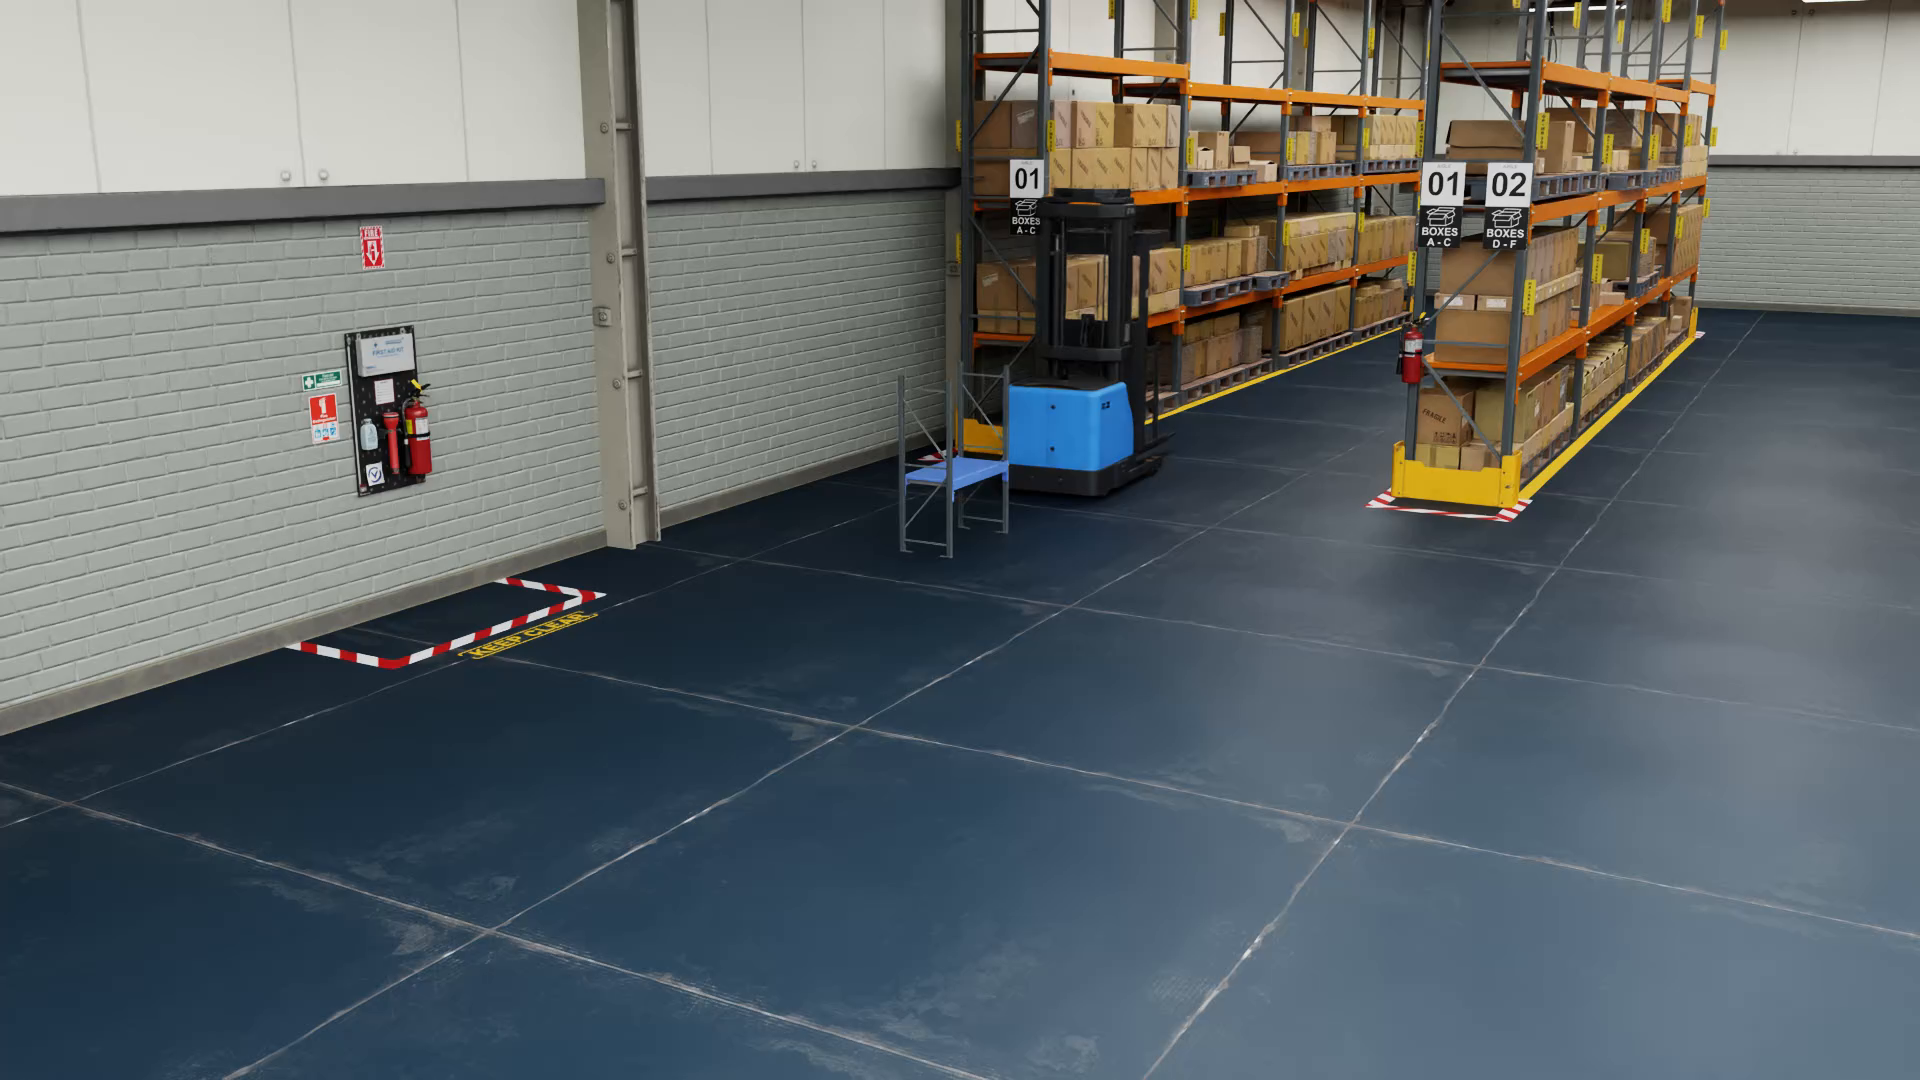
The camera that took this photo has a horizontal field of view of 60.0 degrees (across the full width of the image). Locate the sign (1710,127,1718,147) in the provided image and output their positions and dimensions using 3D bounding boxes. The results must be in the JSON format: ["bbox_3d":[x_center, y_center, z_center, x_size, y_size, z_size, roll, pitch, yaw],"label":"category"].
[{"bbox_3d":[13.029,-6.968,28.745,0.100,0.325,0.005,7,15,28],"label":"sign"}]

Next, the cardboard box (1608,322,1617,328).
[{"bbox_3d":[9.447,-3.309,24.653,0.500,0.250,0.500,7,15,27],"label":"cardboard box"}]

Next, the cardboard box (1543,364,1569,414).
[{"bbox_3d":[6.467,-1.695,18.534,0.500,0.500,0.500,7,15,28],"label":"cardboard box"}]

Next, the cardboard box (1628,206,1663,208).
[{"bbox_3d":[11.616,-5.409,28.224,0.500,0.500,0.500,8,16,29],"label":"cardboard box"}]

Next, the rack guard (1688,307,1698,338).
[{"bbox_3d":[12.517,-3.915,29.707,1.175,0.500,0.348,7,15,28],"label":"rack guard"}]

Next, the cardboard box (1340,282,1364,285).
[{"bbox_3d":[7.115,-4.592,30.234,0.380,0.149,0.250,7,15,27],"label":"cardboard box"}]

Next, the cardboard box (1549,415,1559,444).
[{"bbox_3d":[6.240,-1.226,18.189,0.500,0.250,0.500,7,15,28],"label":"cardboard box"}]

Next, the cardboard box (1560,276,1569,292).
[{"bbox_3d":[6.437,-2.809,18.189,0.380,0.149,0.250,7,15,28],"label":"cardboard box"}]

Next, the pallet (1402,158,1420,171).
[{"bbox_3d":[7.866,-6.968,30.826,1.003,0.211,1.213,7,15,28],"label":"pallet"}]

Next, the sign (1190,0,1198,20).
[{"bbox_3d":[2.880,-6.588,20.499,0.100,0.325,0.005,7,15,28],"label":"sign"}]

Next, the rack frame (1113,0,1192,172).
[{"bbox_3d":[2.414,-6.161,20.888,1.000,3.000,0.127,7,15,28],"label":"rack frame"}]

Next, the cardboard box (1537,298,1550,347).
[{"bbox_3d":[5.801,-2.324,17.561,0.700,0.500,0.500,8,16,30],"label":"cardboard box"}]

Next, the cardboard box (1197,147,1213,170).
[{"bbox_3d":[3.046,-5.093,22.153,0.500,0.311,0.500,8,16,30],"label":"cardboard box"}]

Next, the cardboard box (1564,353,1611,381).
[{"bbox_3d":[7.912,-2.196,21.017,0.500,0.311,0.500,8,16,30],"label":"cardboard box"}]

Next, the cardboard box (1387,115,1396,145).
[{"bbox_3d":[7.349,-7.211,29.255,0.500,0.500,0.500,7,15,28],"label":"cardboard box"}]

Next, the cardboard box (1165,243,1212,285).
[{"bbox_3d":[2.966,-3.721,22.417,0.700,0.500,0.500,9,16,34],"label":"cardboard box"}]

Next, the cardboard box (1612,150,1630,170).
[{"bbox_3d":[8.516,-4.995,21.875,0.500,0.250,0.500,6,15,24],"label":"cardboard box"}]

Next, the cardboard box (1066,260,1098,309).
[{"bbox_3d":[1.222,-2.889,18.795,0.500,0.500,0.500,7,15,28],"label":"cardboard box"}]

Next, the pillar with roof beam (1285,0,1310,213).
[{"bbox_3d":[9.631,-7.556,26.675,9.100,9.000,0.400,7,15,28],"label":"pillar with roof beam"}]

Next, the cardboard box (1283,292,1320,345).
[{"bbox_3d":[5.247,-3.539,26.505,0.750,0.750,0.750,7,15,28],"label":"cardboard box"}]

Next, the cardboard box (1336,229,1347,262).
[{"bbox_3d":[6.041,-4.860,27.400,0.500,0.500,0.500,8,15,28],"label":"cardboard box"}]

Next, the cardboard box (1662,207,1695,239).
[{"bbox_3d":[11.840,-5.242,27.531,0.500,0.500,0.500,8,16,30],"label":"cardboard box"}]

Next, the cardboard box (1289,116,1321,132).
[{"bbox_3d":[5.487,-6.690,26.732,0.500,0.250,0.500,7,15,26],"label":"cardboard box"}]

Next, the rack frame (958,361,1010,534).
[{"bbox_3d":[0.205,-0.816,14.718,0.500,1.500,0.032,7,15,28],"label":"rack frame"}]

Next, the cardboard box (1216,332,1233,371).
[{"bbox_3d":[3.479,-2.712,23.779,0.700,0.500,0.500,7,15,28],"label":"cardboard box"}]

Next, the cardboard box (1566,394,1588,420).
[{"bbox_3d":[7.164,-1.606,19.766,0.500,0.250,0.500,7,15,27],"label":"cardboard box"}]

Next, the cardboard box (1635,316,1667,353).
[{"bbox_3d":[10.632,-3.190,25.761,0.500,0.500,0.500,7,15,28],"label":"cardboard box"}]

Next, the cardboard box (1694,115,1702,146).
[{"bbox_3d":[12.319,-7.032,28.553,0.700,0.500,0.500,7,15,28],"label":"cardboard box"}]

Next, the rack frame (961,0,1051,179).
[{"bbox_3d":[0.480,-5.340,17.484,1.000,3.000,0.127,7,15,28],"label":"rack frame"}]

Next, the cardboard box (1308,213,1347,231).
[{"bbox_3d":[6.024,-5.225,27.314,0.500,0.250,0.500,8,16,29],"label":"cardboard box"}]

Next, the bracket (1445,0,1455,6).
[{"bbox_3d":[10.420,-11.556,35.586,0.235,0.232,0.430,7,15,28],"label":"bracket"}]

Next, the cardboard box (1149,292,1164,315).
[{"bbox_3d":[2.202,-2.948,20.641,0.500,0.250,0.500,7,15,28],"label":"cardboard box"}]

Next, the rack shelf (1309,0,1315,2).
[{"bbox_3d":[5.315,-8.658,25.689,1.077,0.370,4.000,7,15,28],"label":"rack shelf"}]

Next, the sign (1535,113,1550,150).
[{"bbox_3d":[5.301,-3.721,15.133,0.100,0.325,0.005,7,15,28],"label":"sign"}]

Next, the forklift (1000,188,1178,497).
[{"bbox_3d":[1.487,-2.143,17.169,1.130,2.935,3.031,6,15,25],"label":"forklift"}]

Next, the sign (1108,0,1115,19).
[{"bbox_3d":[1.925,-6.754,21.016,0.100,0.325,0.005,7,15,28],"label":"sign"}]

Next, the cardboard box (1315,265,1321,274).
[{"bbox_3d":[5.575,-4.363,26.724,0.380,0.149,0.250,8,16,30],"label":"cardboard box"}]

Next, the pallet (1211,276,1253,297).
[{"bbox_3d":[3.427,-3.561,23.314,1.003,0.211,1.213,7,15,28],"label":"pallet"}]

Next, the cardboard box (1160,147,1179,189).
[{"bbox_3d":[2.385,-4.629,20.677,0.500,0.500,0.500,8,16,30],"label":"cardboard box"}]

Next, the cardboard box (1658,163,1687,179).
[{"bbox_3d":[11.071,-5.782,26.038,0.500,0.250,0.500,7,15,28],"label":"cardboard box"}]

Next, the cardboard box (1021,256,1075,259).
[{"bbox_3d":[1.020,-3.055,19.481,0.500,0.500,0.500,7,15,27],"label":"cardboard box"}]

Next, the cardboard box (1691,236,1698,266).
[{"bbox_3d":[12.327,-4.965,28.514,0.500,0.500,0.500,8,15,29],"label":"cardboard box"}]

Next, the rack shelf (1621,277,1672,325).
[{"bbox_3d":[9.653,-3.565,24.457,1.077,0.370,4.000,7,15,28],"label":"rack shelf"}]

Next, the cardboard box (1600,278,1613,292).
[{"bbox_3d":[8.472,-3.392,22.392,0.500,0.311,0.500,9,16,32],"label":"cardboard box"}]

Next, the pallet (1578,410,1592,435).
[{"bbox_3d":[7.074,-1.484,20.238,1.003,0.211,1.213,7,15,28],"label":"pallet"}]

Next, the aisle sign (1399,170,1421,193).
[{"bbox_3d":[8.512,-6.951,31.419,0.394,0.787,0.004,7,15,28],"label":"aisle sign"}]

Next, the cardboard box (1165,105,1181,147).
[{"bbox_3d":[2.409,-5.114,20.555,0.500,0.500,0.500,6,15,23],"label":"cardboard box"}]

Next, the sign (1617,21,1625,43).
[{"bbox_3d":[10.153,-7.800,25.523,0.100,0.325,0.005,7,15,28],"label":"sign"}]

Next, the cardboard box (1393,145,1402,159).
[{"bbox_3d":[7.595,-6.950,29.772,0.500,0.250,0.500,7,15,26],"label":"cardboard box"}]

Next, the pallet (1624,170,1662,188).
[{"bbox_3d":[8.436,-4.722,21.721,1.213,0.211,1.003,8,16,31],"label":"pallet"}]

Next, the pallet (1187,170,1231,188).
[{"bbox_3d":[2.806,-4.726,21.737,1.213,0.211,1.003,7,15,28],"label":"pallet"}]

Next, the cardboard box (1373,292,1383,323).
[{"bbox_3d":[7.228,-4.224,30.093,0.700,0.500,0.500,8,16,29],"label":"cardboard box"}]

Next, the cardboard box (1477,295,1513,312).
[{"bbox_3d":[5.197,-2.283,16.007,0.380,0.149,0.250,7,15,28],"label":"cardboard box"}]

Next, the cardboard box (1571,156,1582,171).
[{"bbox_3d":[6.408,-4.014,17.724,0.380,0.149,0.250,7,15,28],"label":"cardboard box"}]

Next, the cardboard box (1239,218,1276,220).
[{"bbox_3d":[4.593,-4.861,25.805,0.500,0.250,0.500,7,15,26],"label":"cardboard box"}]

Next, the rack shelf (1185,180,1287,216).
[{"bbox_3d":[3.381,-4.763,23.026,1.077,0.370,4.000,7,15,28],"label":"rack shelf"}]

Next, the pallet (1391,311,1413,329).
[{"bbox_3d":[7.897,-4.178,31.413,1.003,0.211,1.213,7,15,28],"label":"pallet"}]

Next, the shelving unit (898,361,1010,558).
[{"bbox_3d":[-0.041,-0.712,14.285,0.538,1.500,1.048,7,15,28],"label":"shelving unit"}]
